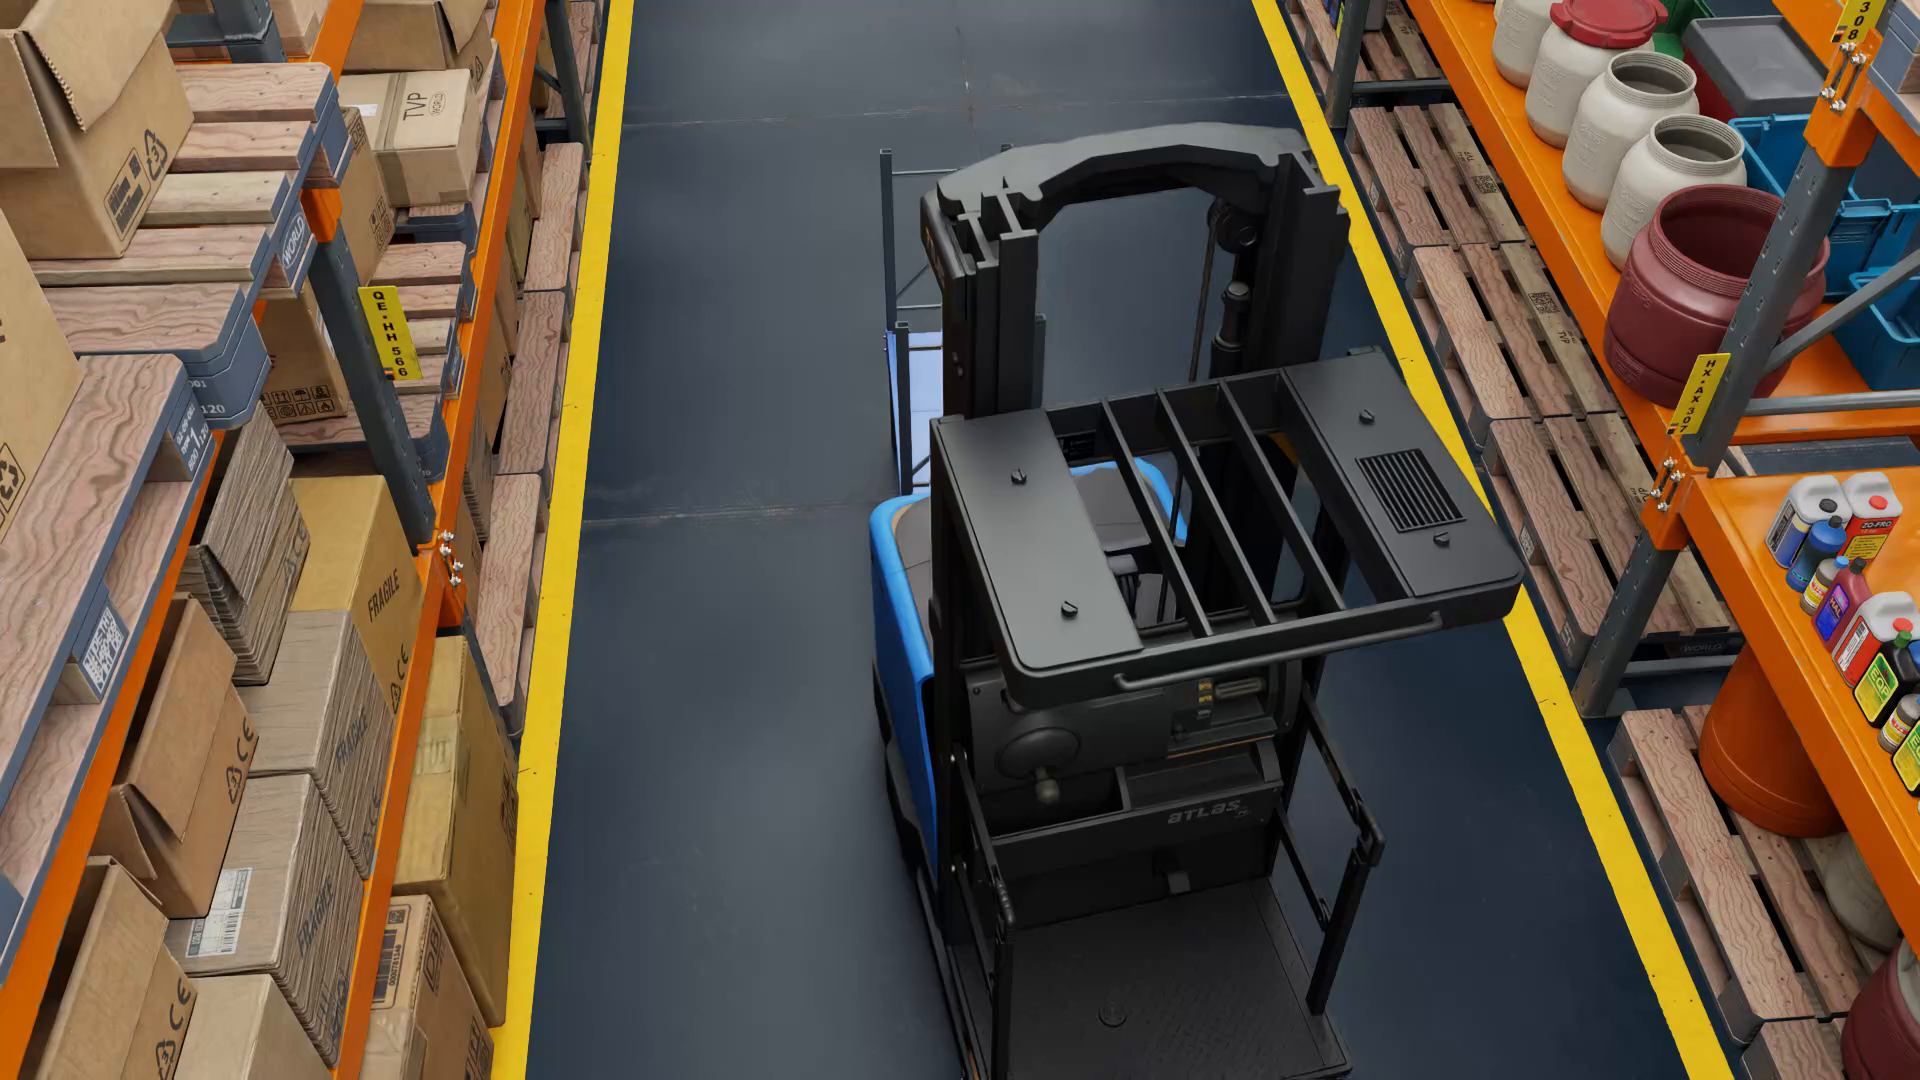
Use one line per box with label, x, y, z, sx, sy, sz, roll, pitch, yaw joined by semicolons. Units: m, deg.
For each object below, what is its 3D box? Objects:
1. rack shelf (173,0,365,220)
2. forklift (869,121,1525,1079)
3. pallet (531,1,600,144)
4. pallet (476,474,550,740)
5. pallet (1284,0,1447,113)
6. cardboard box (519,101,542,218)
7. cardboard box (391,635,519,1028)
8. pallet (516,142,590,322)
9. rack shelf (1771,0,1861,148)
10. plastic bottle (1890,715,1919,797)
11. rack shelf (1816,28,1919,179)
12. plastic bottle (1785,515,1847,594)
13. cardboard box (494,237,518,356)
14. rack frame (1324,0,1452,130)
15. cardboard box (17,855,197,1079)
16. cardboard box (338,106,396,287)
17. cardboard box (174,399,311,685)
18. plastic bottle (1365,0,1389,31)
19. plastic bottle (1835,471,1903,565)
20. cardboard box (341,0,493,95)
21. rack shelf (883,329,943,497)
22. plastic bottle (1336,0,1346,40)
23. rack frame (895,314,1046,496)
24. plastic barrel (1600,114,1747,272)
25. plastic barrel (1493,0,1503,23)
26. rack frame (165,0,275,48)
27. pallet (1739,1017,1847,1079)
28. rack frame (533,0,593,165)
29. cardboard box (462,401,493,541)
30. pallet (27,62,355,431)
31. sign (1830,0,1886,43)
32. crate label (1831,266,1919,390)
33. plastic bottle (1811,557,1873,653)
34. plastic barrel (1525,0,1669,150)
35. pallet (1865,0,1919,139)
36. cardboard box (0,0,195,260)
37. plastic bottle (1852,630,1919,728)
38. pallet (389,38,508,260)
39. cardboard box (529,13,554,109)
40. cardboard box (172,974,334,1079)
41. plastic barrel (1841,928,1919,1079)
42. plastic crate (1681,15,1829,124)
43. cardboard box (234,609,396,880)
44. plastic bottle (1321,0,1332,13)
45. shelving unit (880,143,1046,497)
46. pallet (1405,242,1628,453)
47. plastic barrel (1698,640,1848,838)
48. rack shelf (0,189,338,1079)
rack shelf;-2.278;-2.360;5.485;1.077;0.370;4.000;-3;47;-3
forklift;0.530;0.557;4.340;1.130;2.935;3.031;-10;47;-9
pallet;-2.537;-2.548;9.154;1.003;0.211;1.213;-3;47;-3
pallet;-2.175;0.264;6.491;1.003;0.211;1.213;-3;47;-3
pallet;2.475;-2.854;9.444;1.003;0.211;1.213;-3;47;-3
cardboard box;-2.416;-1.869;8.009;0.700;0.500;0.500;-7;47;-6
cardboard box;-2.074;0.958;5.088;1.225;0.875;0.875;-5;47;-5
pallet;-2.379;-1.501;8.163;1.003;0.211;1.213;-3;47;-3
rack shelf;2.657;-2.661;5.770;1.077;0.370;4.000;-3;47;-3
plastic bottle;2.563;0.544;4.385;0.061;0.283;0.133;-3;47;-3
rack shelf;2.992;0.233;3.029;1.077;0.370;4.000;-3;47;-3
plastic bottle;2.521;0.033;4.878;0.097;0.271;0.097;0;47;0
cardboard box;-2.347;-1.118;7.298;0.700;0.500;0.500;-7;47;-7
rack frame;2.490;-3.324;7.969;1.000;3.000;0.127;-3;47;-3
cardboard box;-1.951;0.978;3.134;0.797;0.503;0.637;-2;47;-2
cardboard box;-2.342;-1.094;5.498;0.700;0.500;0.500;3;47;3
cardboard box;-2.066;0.022;4.040;0.797;0.503;0.637;-2;47;-2
plastic bottle;2.292;-3.022;9.204;0.144;0.351;0.185;-3;47;-3
plastic bottle;2.690;-0.064;4.966;0.152;0.276;0.135;-3;47;-3
cardboard box;-2.209;-1.954;6.311;0.797;0.503;0.637;1;47;1
rack shelf;-0.007;-0.454;6.531;0.538;0.185;1.000;-3;47;-3
plastic bottle;2.121;-2.869;9.106;0.061;0.283;0.133;-1;47;-1
rack frame;0.035;-0.210;6.052;0.500;1.500;0.032;-3;47;-3
plastic barrel;2.526;-1.200;5.880;0.421;0.512;0.421;0;47;0
plastic barrel;2.448;-2.310;7.103;0.301;0.262;0.301;0;47;0
rack frame;-2.111;-2.192;2.765;1.000;3.000;0.127;-3;47;-3
pallet;3.031;1.977;4.868;1.003;0.211;1.213;-3;47;-3
rack frame;-2.446;-3.023;7.684;1.000;3.000;0.127;-3;47;-3
cardboard box;-2.246;-0.305;6.528;0.700;0.500;0.500;-7;47;-7
pallet;-2.004;-0.633;3.484;1.213;0.211;1.003;-2;47;-1
sign;2.277;-1.387;4.140;0.100;0.325;0.005;-3;47;-3
crate label;3.163;-0.700;5.599;0.303;0.233;0.416;-3;47;-3
plastic bottle;2.521;0.183;4.727;0.061;0.283;0.133;-3;47;-3
plastic barrel;2.449;-1.821;6.452;0.433;0.535;0.433;0;47;0
pallet;2.791;-0.837;3.678;1.003;0.211;1.213;-3;47;-3
cardboard box;-1.988;-0.903;3.250;0.797;0.503;0.637;-1;47;-1
plastic bottle;2.543;0.377;4.544;0.061;0.283;0.133;-3;47;-3
pallet;-2.317;-1.493;6.366;1.003;0.211;1.213;-3;47;-3
cardboard box;-2.439;-2.600;8.715;0.500;0.500;0.500;-5;47;-5
cardboard box;-1.698;1.283;3.536;0.500;0.500;0.500;-3;47;-3
plastic barrel;2.977;1.425;4.843;0.600;0.588;0.708;-3;47;-3
plastic crate;2.994;-1.640;6.329;0.402;0.464;0.583;-3;47;-3
cardboard box;-1.787;0.540;4.241;0.500;0.500;0.500;-4;47;-4
plastic bottle;2.133;-3.152;9.327;0.144;0.351;0.185;-6;47;-5
shelving unit;-0.007;-0.577;6.400;0.538;1.500;1.048;-3;47;-3
pallet;2.699;-0.915;7.607;1.003;0.211;1.213;-3;47;-3
plastic barrel;2.883;0.525;5.529;0.600;0.830;0.708;-3;47;-3
rack shelf;-1.944;0.534;2.744;1.077;0.370;4.000;-3;47;-3
